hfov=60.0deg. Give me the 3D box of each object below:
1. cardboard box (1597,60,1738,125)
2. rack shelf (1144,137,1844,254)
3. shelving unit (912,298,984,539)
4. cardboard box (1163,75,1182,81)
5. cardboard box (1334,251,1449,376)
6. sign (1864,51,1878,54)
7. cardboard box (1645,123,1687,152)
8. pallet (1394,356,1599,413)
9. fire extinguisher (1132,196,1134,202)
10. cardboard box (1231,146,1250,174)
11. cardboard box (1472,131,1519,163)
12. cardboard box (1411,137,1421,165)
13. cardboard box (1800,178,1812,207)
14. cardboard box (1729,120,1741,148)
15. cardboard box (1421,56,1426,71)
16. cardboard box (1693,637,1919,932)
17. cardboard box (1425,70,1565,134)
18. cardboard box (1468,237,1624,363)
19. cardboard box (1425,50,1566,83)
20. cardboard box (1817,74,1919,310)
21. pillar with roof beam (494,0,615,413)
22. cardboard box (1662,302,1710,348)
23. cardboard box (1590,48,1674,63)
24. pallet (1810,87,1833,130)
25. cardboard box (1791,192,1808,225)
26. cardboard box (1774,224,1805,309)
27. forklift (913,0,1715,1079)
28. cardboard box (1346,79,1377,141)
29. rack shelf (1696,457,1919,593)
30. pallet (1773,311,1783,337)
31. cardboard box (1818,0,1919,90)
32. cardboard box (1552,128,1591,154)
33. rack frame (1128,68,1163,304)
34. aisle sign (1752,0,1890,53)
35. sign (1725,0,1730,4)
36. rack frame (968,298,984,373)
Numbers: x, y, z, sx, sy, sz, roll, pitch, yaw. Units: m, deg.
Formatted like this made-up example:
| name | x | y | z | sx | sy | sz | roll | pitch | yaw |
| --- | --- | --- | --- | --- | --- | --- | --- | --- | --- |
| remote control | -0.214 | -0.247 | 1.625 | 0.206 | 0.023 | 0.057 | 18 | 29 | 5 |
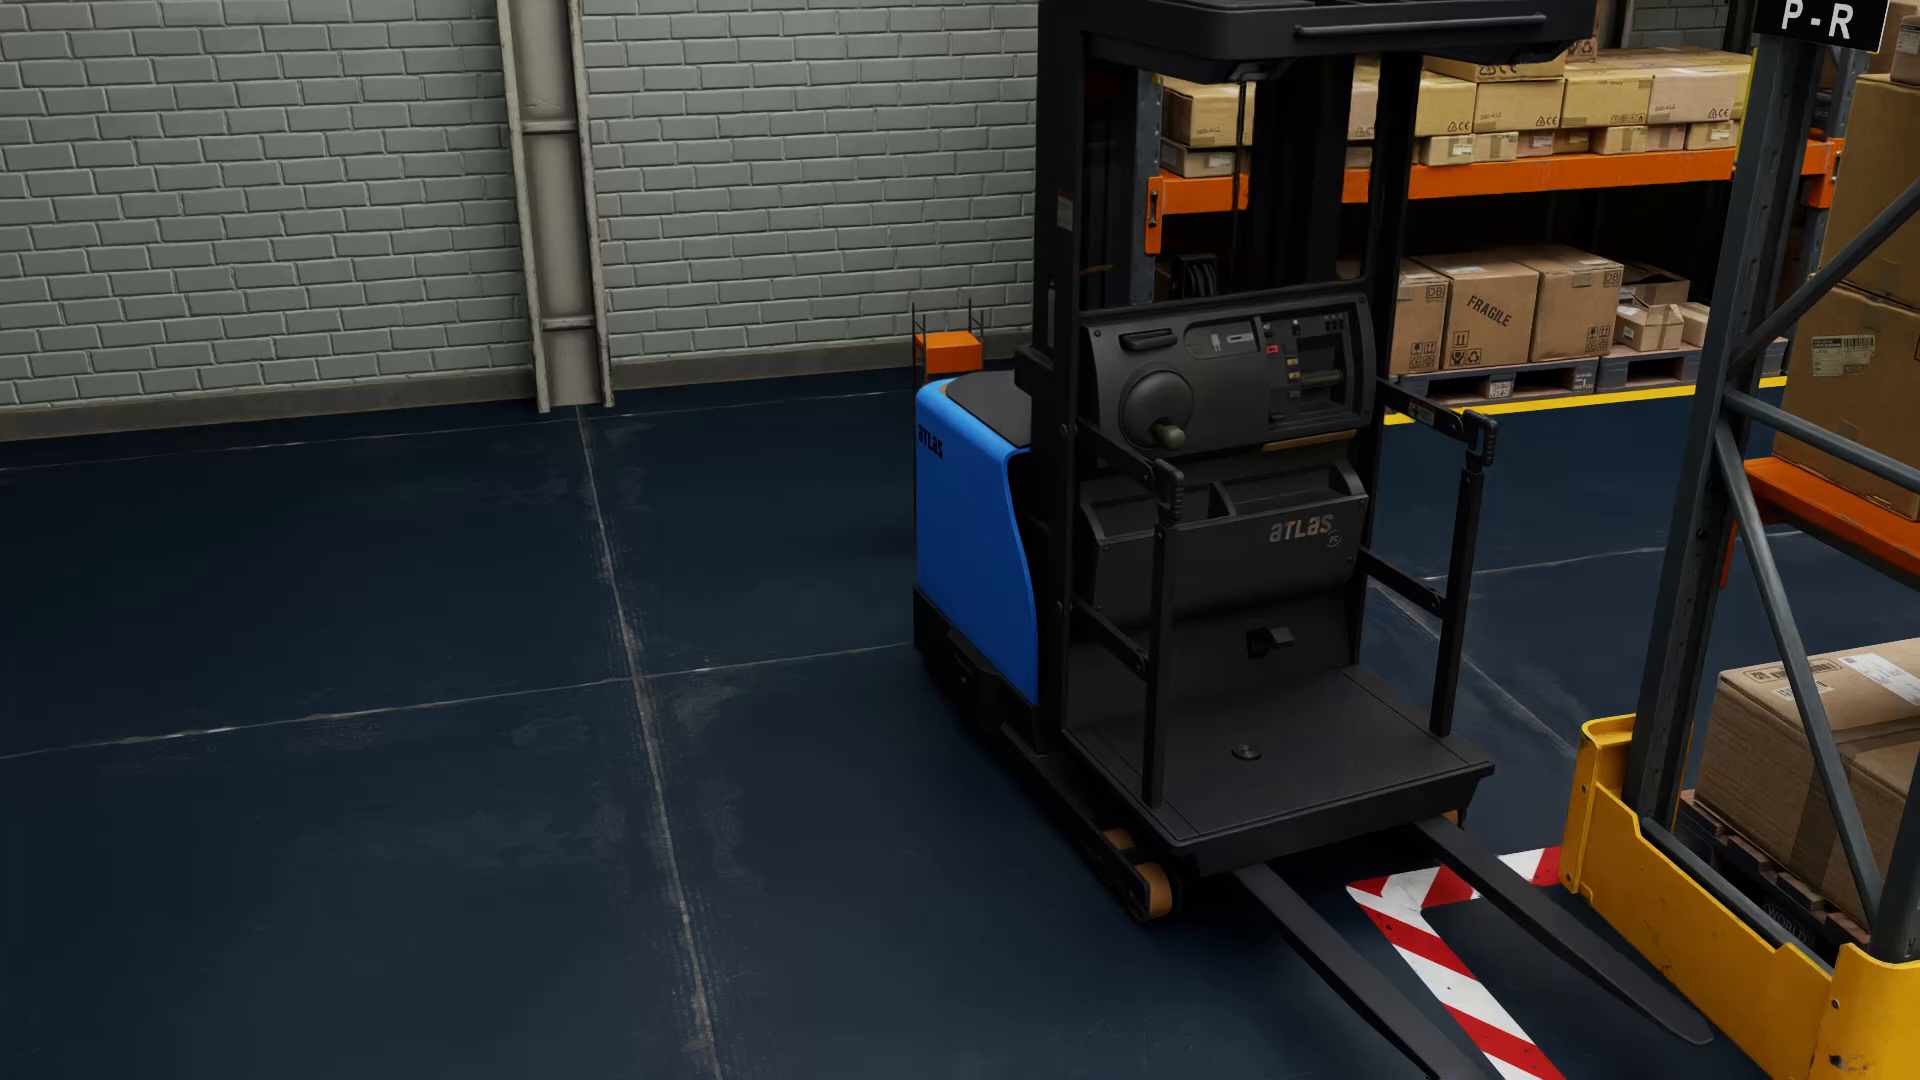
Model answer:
| name | x | y | z | sx | sy | sz | roll | pitch | yaw |
| --- | --- | --- | --- | --- | --- | --- | --- | --- | --- |
| cardboard box | 3.703 | -2.365 | 8.771 | 0.500 | 0.250 | 0.500 | -6 | 24 | -14 |
| rack shelf | 2.680 | -1.960 | 8.925 | 4.000 | 0.370 | 1.077 | -6 | 24 | -14 |
| shelving unit | -0.052 | -0.477 | 7.030 | 0.252 | 1.050 | 0.215 | -6 | 24 | -14 |
| cardboard box | 1.126 | -2.295 | 8.607 | 0.500 | 0.250 | 0.500 | -6 | 24 | -13 |
| cardboard box | 2.203 | -1.227 | 8.943 | 0.500 | 0.500 | 0.700 | -5 | 24 | -12 |
| sign | 4.760 | -2.696 | 8.631 | 0.005 | 0.325 | 0.100 | -6 | 24 | -14 |
| cardboard box | 3.619 | -2.167 | 8.816 | 0.250 | 0.149 | 0.380 | -6 | 24 | -13 |
| pallet | 2.768 | -1.017 | 9.354 | 1.213 | 0.211 | 1.003 | -6 | 24 | -14 |
| fire extinguisher | 0.738 | -1.679 | 7.930 | 0.183 | 0.674 | 0.296 | -6 | 24 | -14 |
| cardboard box | 1.378 | -1.937 | 8.279 | 0.250 | 0.149 | 0.380 | -6 | 24 | -13 |
| cardboard box | 2.647 | -2.047 | 8.534 | 0.250 | 0.149 | 0.380 | -6 | 24 | -13 |
| cardboard box | 2.135 | -2.012 | 8.455 | 0.250 | 0.149 | 0.380 | -6 | 24 | -14 |
| cardboard box | 5.007 | -1.942 | 9.411 | 0.250 | 0.149 | 0.380 | -7 | 24 | -15 |
| cardboard box | 4.122 | -2.222 | 8.943 | 0.250 | 0.149 | 0.380 | -6 | 24 | -13 |
| cardboard box | 2.604 | -2.456 | 8.982 | 0.500 | 0.250 | 0.500 | -6 | 24 | -14 |
| cardboard box | 2.708 | 0.683 | 4.571 | 0.875 | 0.438 | 0.875 | -7 | 24 | -16 |
| cardboard box | 2.723 | -2.263 | 8.532 | 0.500 | 0.250 | 0.500 | -7 | 24 | -16 |
| cardboard box | 3.202 | -1.337 | 9.200 | 0.500 | 0.500 | 0.700 | -7 | 24 | -16 |
| cardboard box | 2.708 | -2.595 | 8.357 | 0.500 | 0.500 | 0.500 | -6 | 24 | -13 |
| cardboard box | 2.499 | -0.840 | 4.009 | 0.500 | 0.500 | 0.500 | -6 | 24 | -13 |
| pillar with roof beam | -0.922 | -3.255 | 3.423 | 0.400 | 9.000 | 9.100 | -6 | 24 | -14 |
| cardboard box | 4.149 | -1.215 | 9.361 | 0.250 | 0.149 | 0.380 | -7 | 24 | -16 |
| cardboard box | 3.575 | -2.565 | 9.236 | 0.500 | 0.250 | 0.500 | -7 | 24 | -15 |
| pallet | 5.405 | -2.459 | 9.419 | 1.213 | 0.211 | 1.003 | -6 | 24 | -14 |
| cardboard box | 4.882 | -1.994 | 9.908 | 0.250 | 0.149 | 0.380 | -7 | 24 | -16 |
| cardboard box | 4.999 | -1.712 | 10.073 | 0.500 | 0.500 | 0.500 | -6 | 24 | -15 |
| forklift | 0.880 | -0.457 | 4.598 | 1.130 | 2.935 | 3.031 | -10 | 25 | -21 |
| cardboard box | 1.750 | -2.145 | 8.257 | 0.500 | 0.250 | 0.500 | -6 | 24 | -14 |
| rack shelf | 4.025 | -0.075 | 4.534 | 4.000 | 0.370 | 1.077 | -6 | 24 | -14 |
| pallet | 5.379 | -1.323 | 10.065 | 1.213 | 0.211 | 1.003 | -6 | 24 | -14 |
| cardboard box | 5.132 | -2.709 | 9.099 | 0.500 | 0.500 | 0.700 | -6 | 24 | -13 |
| cardboard box | 3.102 | -2.145 | 8.762 | 0.250 | 0.149 | 0.380 | -6 | 24 | -14 |
| rack frame | 0.755 | -2.077 | 8.287 | 0.127 | 3.000 | 1.000 | -6 | 24 | -14 |
| aisle sign | 1.946 | -1.498 | 3.640 | 0.004 | 0.787 | 0.394 | -6 | 24 | -14 |
| sign | 4.453 | -3.246 | 9.542 | 0.005 | 0.325 | 0.100 | -6 | 24 | -14 |
| rack frame | 0.066 | -0.490 | 7.060 | 0.008 | 1.050 | 0.200 | -6 | 24 | -14 |
